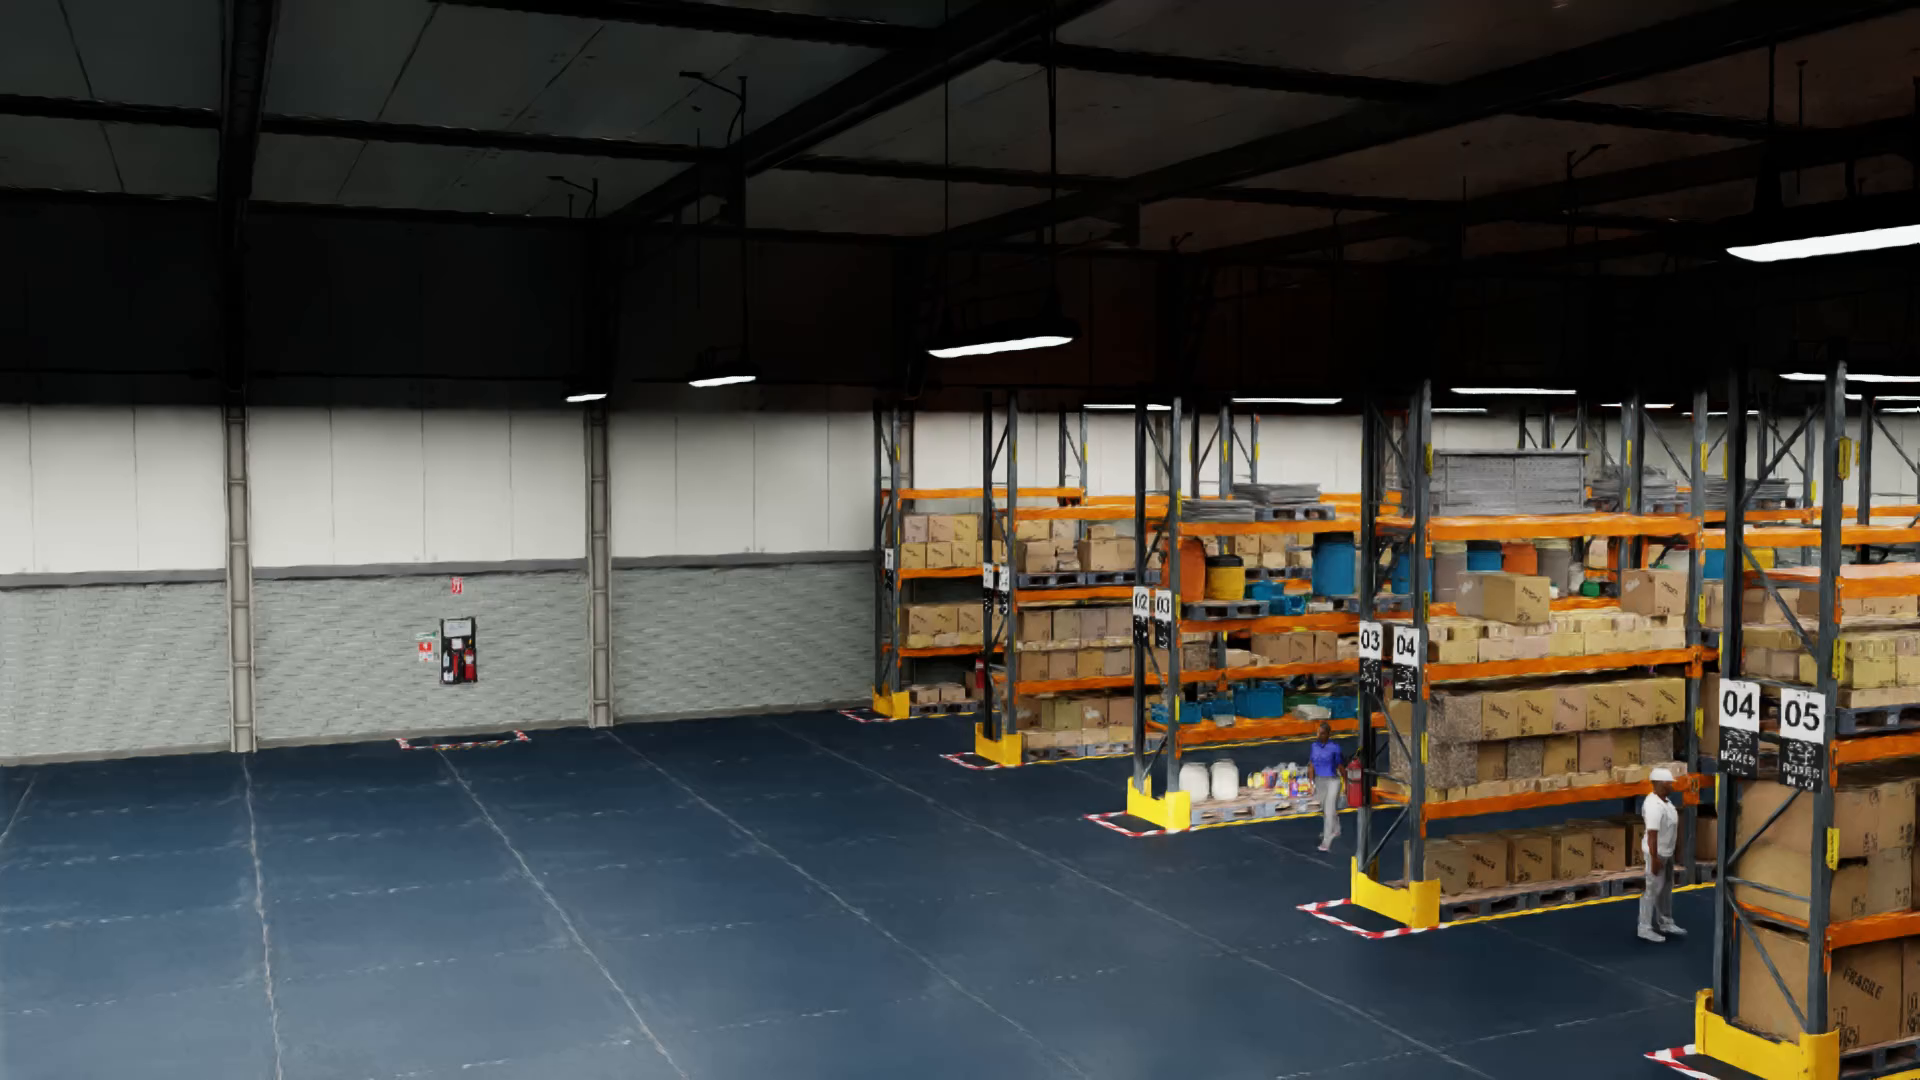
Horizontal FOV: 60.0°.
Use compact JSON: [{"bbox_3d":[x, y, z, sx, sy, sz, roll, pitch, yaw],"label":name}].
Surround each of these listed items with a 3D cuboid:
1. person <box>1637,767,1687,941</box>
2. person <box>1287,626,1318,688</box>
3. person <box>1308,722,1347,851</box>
[{"bbox_3d":[7.337,3.258,17.326,0.452,1.759,0.632,2,4,35],"label":"person"},{"bbox_3d":[6.542,2.457,31.846,1.128,1.689,0.575,-2,4,-26],"label":"person"},{"bbox_3d":[4.706,3.130,21.344,0.488,1.591,0.937,3,5,43],"label":"person"}]
